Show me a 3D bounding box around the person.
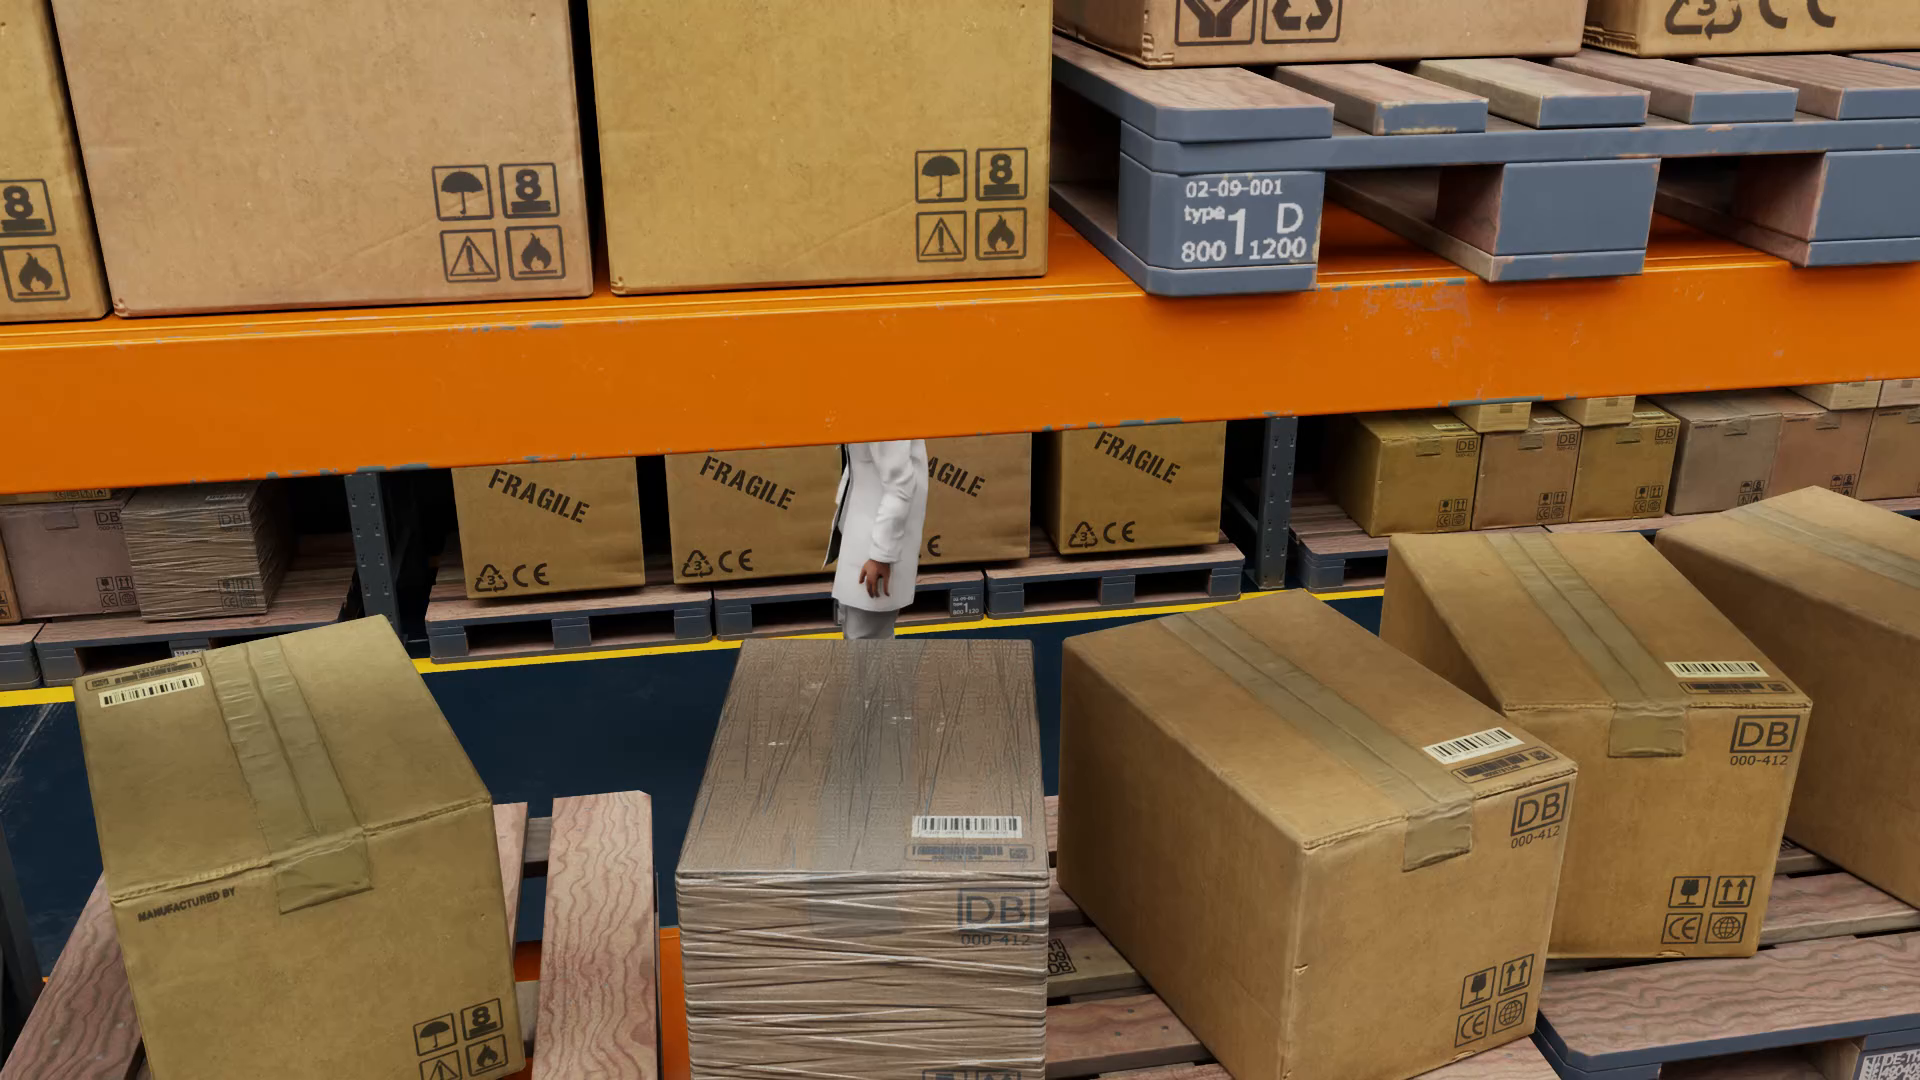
[{"bbox_3d":[-0.337,-0.024,6.173,0.426,1.773,0.652,-6,24,-13],"label":"person"}]
